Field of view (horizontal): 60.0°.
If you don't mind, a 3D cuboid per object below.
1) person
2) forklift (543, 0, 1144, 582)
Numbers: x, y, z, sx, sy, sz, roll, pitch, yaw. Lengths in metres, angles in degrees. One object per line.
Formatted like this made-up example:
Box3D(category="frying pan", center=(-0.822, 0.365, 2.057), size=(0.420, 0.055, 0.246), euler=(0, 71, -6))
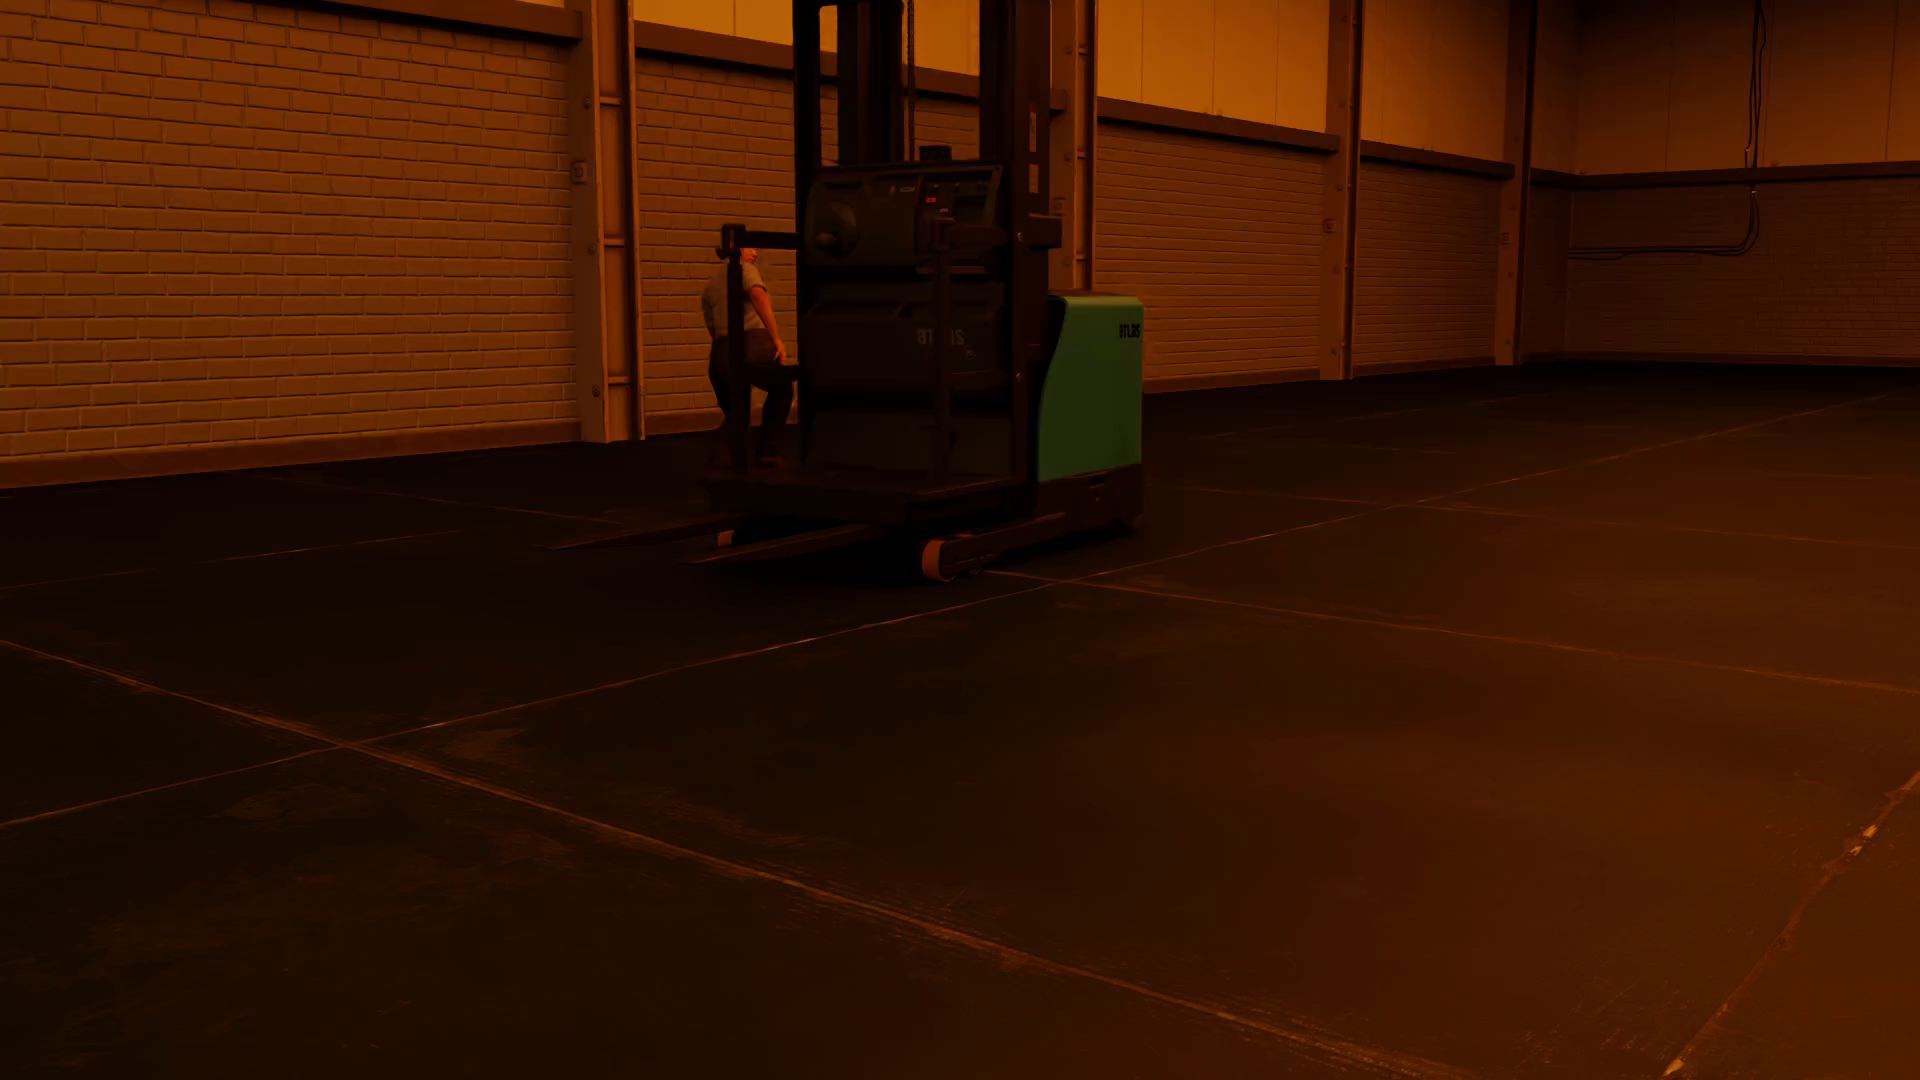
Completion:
Box3D(category="person", center=(-1.162, -1.052, 9.622), size=(0.703, 1.473, 0.729), euler=(4, 9, 23))
Box3D(category="forklift", center=(-0.348, -1.365, 6.613), size=(1.130, 2.935, 3.031), euler=(5, 10, 31))
